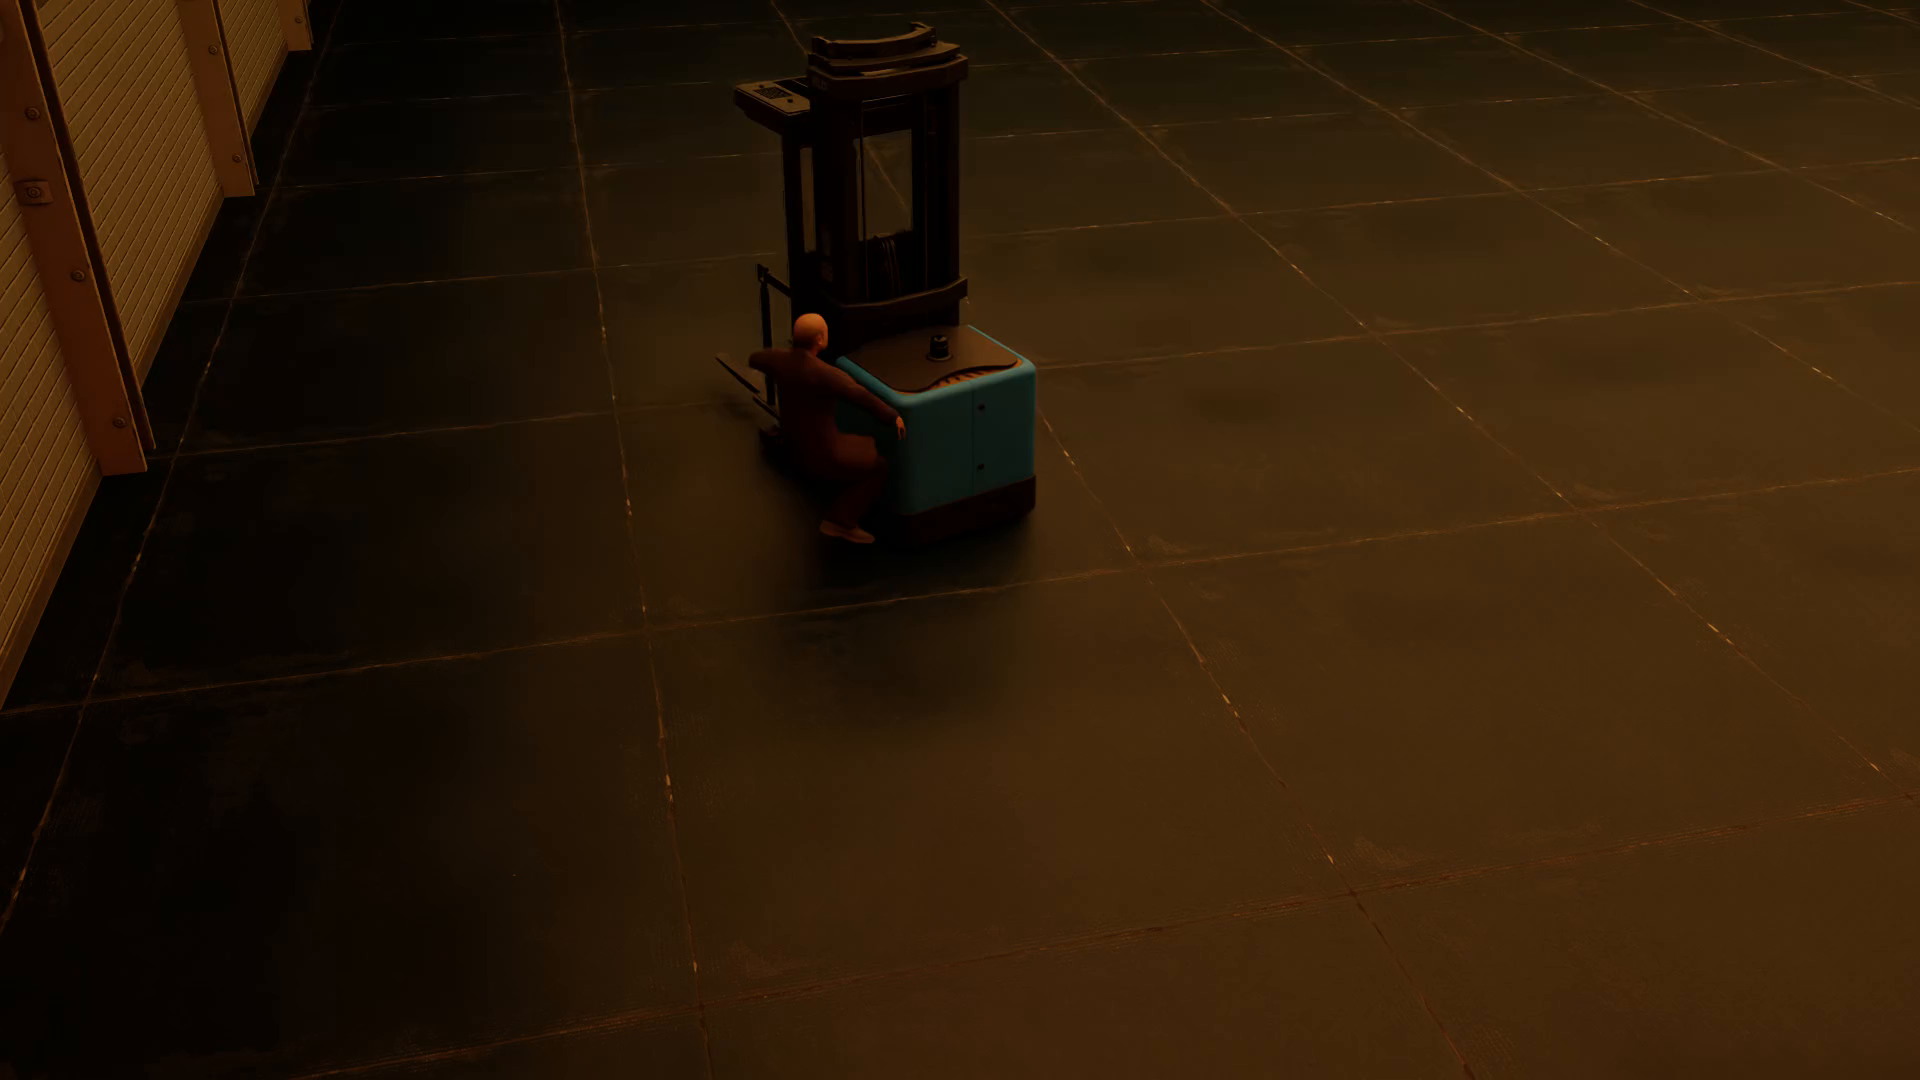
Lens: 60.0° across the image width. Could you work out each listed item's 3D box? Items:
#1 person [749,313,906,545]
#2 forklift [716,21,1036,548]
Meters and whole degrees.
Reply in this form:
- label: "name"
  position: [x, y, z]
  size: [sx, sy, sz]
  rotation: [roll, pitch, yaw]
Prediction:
- label: "person"
  position: [-0.702, -0.675, 10.061]
  size: [0.854, 1.612, 1.125]
  rotation: [-23, 37, -34]
- label: "forklift"
  position: [-0.732, -1.912, 10.878]
  size: [1.130, 2.935, 3.031]
  rotation: [-18, 35, -28]
